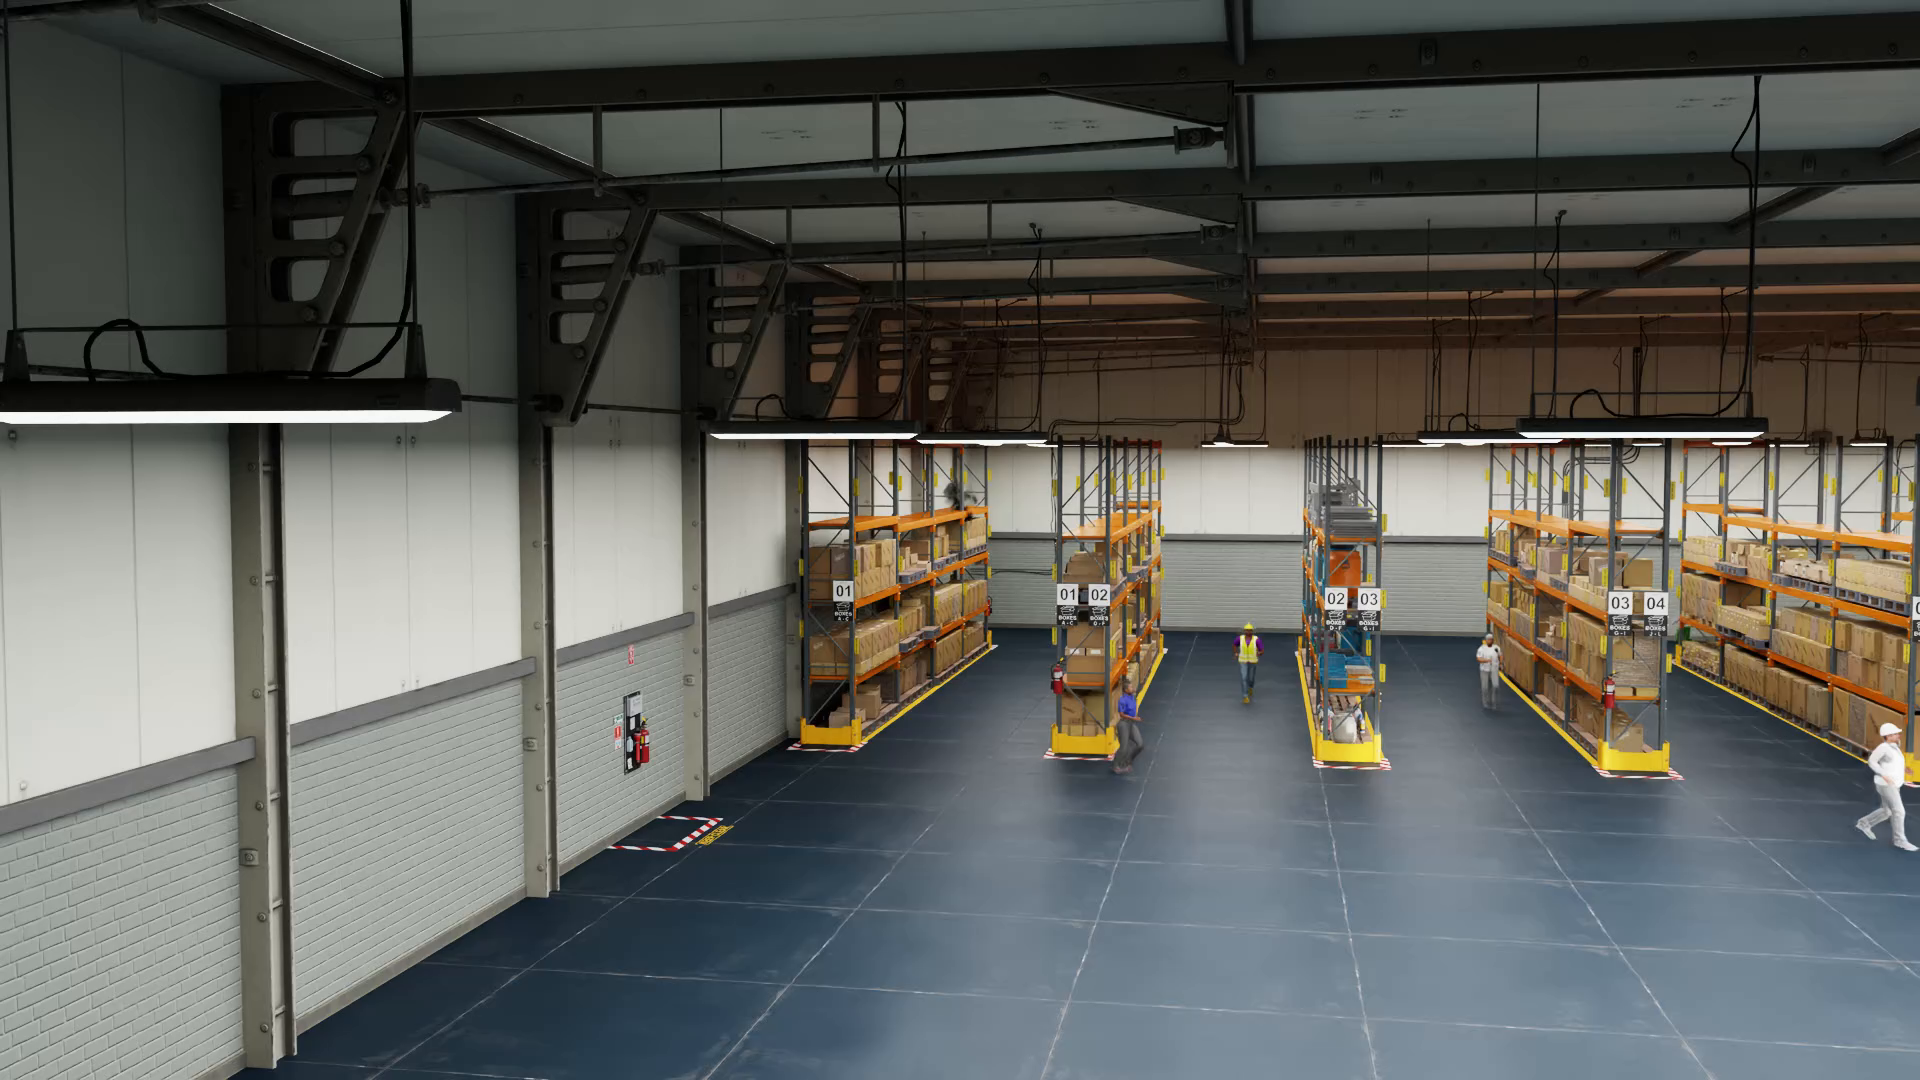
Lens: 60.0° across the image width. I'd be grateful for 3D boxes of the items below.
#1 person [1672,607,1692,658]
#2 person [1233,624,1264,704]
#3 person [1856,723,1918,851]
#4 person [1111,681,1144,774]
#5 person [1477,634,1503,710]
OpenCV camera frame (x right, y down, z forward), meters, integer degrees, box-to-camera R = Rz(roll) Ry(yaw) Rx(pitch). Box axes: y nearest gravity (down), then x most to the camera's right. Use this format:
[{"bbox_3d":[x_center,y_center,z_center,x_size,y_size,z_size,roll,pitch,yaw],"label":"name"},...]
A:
[{"bbox_3d":[19.921,2.383,45.624,0.818,1.773,0.692,0,3,-9],"label":"person"},{"bbox_3d":[6.562,2.792,37.853,0.700,1.773,0.968,1,3,10],"label":"person"},{"bbox_3d":[13.392,3.532,24.001,0.827,1.781,0.670,3,4,41],"label":"person"},{"bbox_3d":[2.997,3.325,29.364,0.664,1.671,0.598,3,4,39],"label":"person"},{"bbox_3d":[11.702,2.919,36.706,0.578,1.675,0.688,1,3,13],"label":"person"}]
